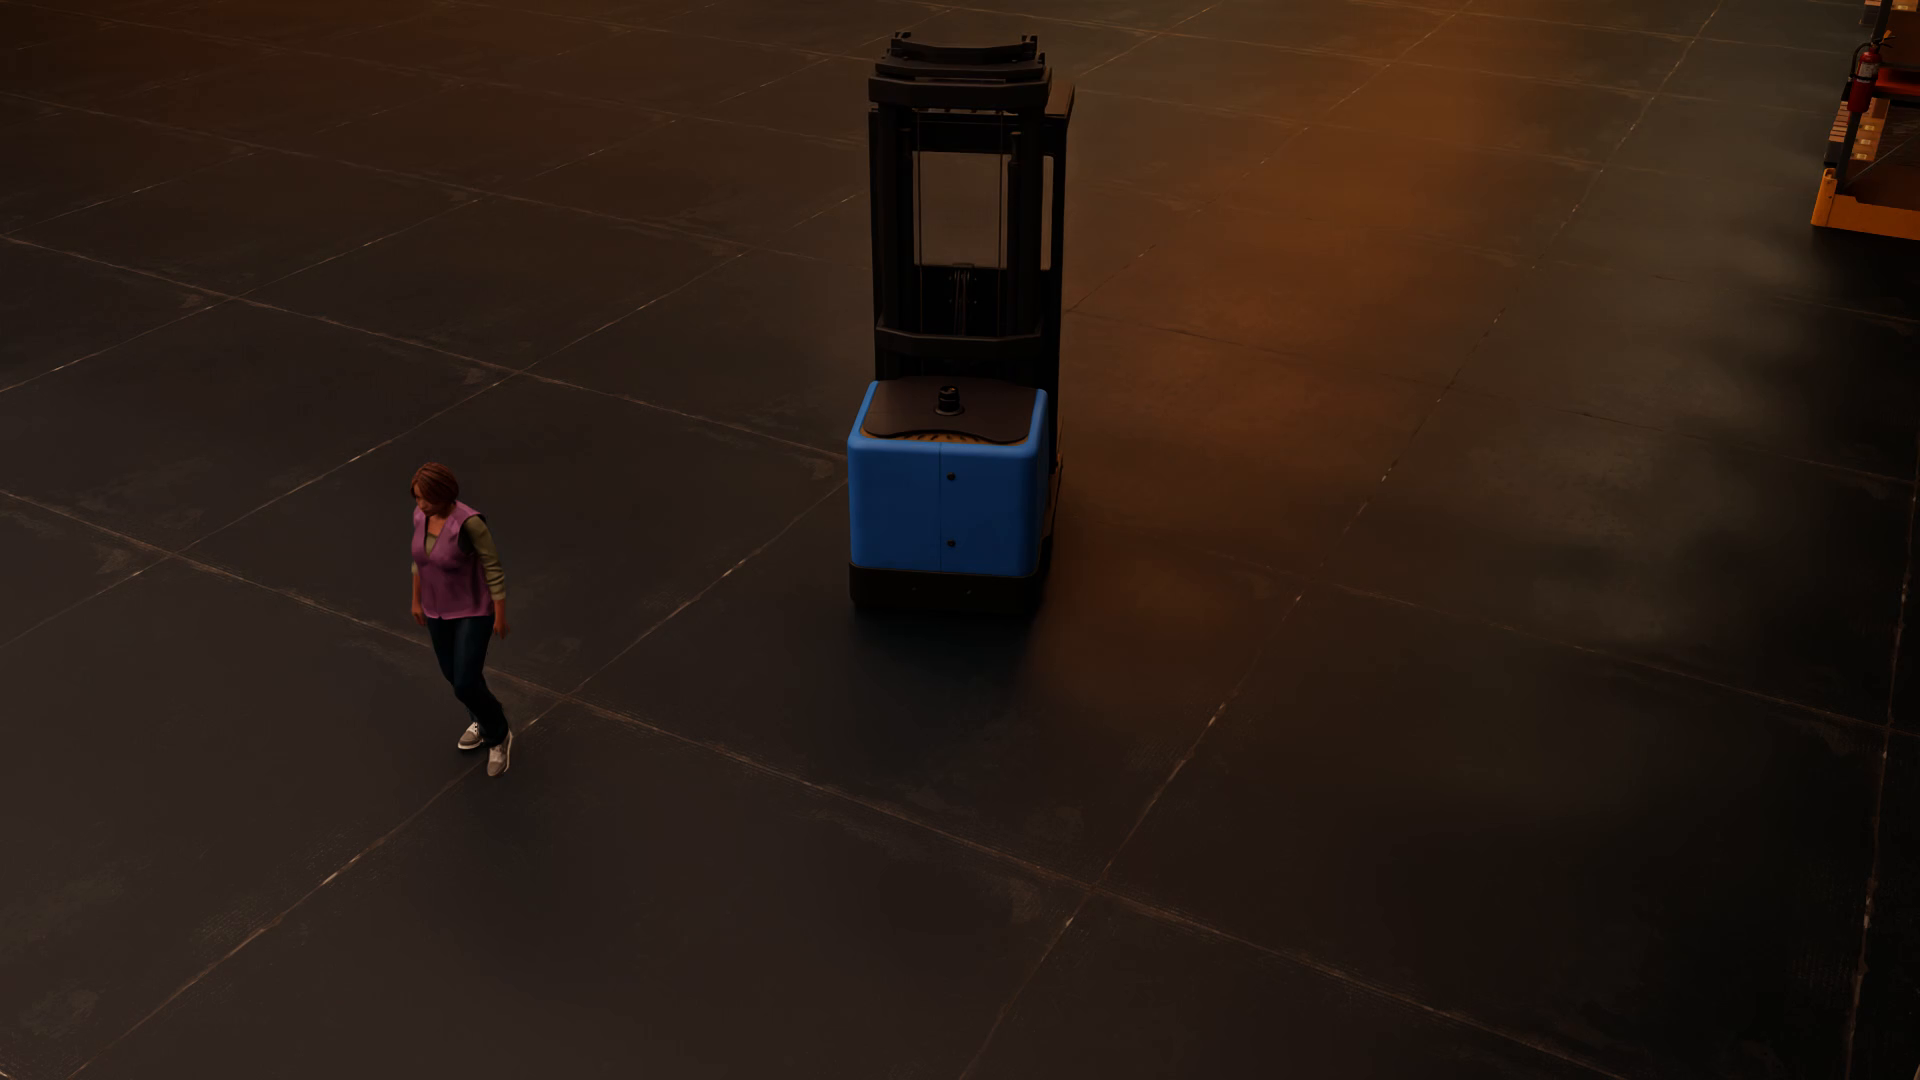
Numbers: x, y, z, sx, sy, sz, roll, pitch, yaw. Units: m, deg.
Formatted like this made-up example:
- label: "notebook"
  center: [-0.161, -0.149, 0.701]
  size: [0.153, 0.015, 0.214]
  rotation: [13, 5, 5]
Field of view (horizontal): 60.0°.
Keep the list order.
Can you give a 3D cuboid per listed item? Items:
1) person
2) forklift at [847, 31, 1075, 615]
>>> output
- label: "person"
  center: [-2.370, 0.362, 7.829]
  size: [0.512, 1.606, 0.454]
  rotation: [13, 33, 22]
- label: "forklift"
  center: [0.072, -1.572, 9.794]
  size: [1.130, 2.935, 3.031]
  rotation: [3, 30, 6]
